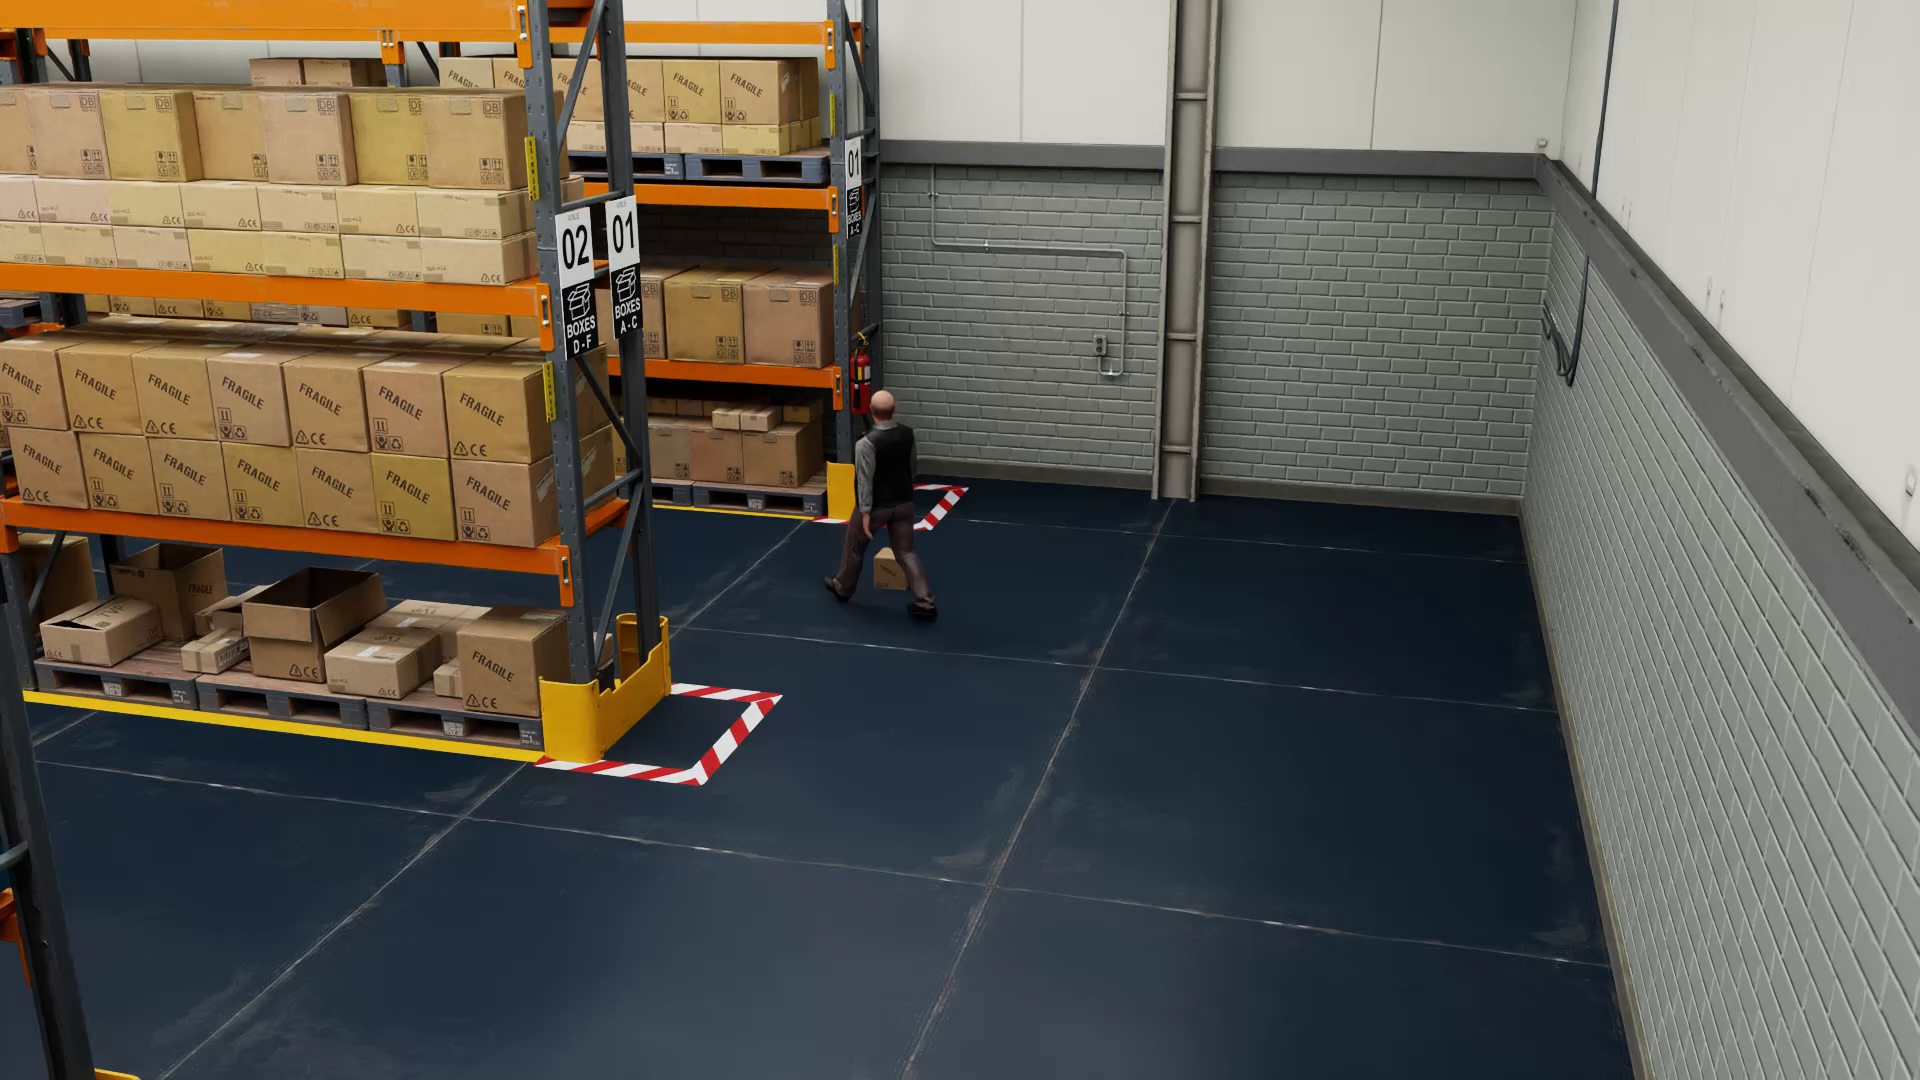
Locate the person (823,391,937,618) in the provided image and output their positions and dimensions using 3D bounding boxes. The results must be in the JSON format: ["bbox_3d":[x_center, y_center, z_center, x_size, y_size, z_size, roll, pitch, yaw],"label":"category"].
[{"bbox_3d":[-0.588,-0.289,12.032,0.559,1.663,1.046,-12,22,-32],"label":"person"}]
